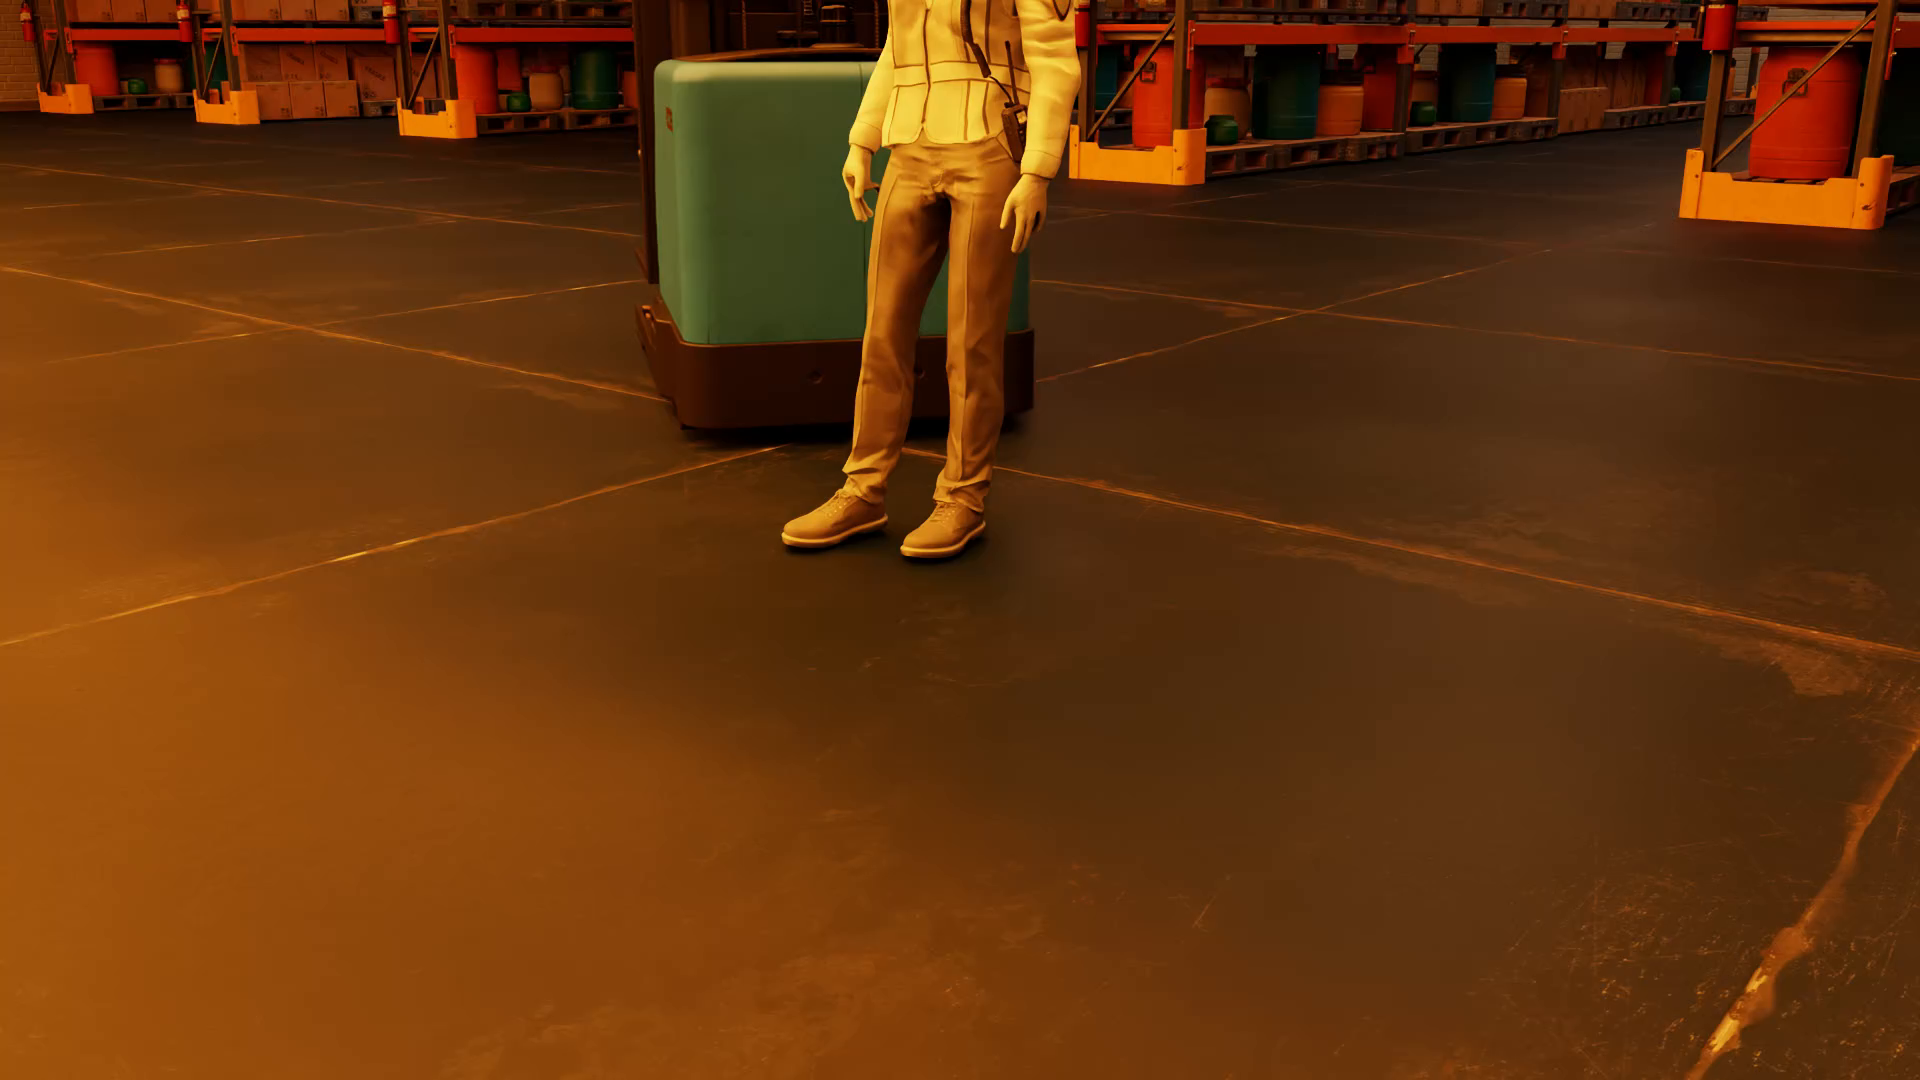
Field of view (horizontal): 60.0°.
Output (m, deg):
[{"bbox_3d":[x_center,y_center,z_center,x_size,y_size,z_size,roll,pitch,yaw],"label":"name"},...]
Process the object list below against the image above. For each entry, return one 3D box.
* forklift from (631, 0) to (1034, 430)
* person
[{"bbox_3d":[-0.627,-2.106,5.832,1.130,2.935,3.031,-4,17,-13],"label":"forklift"},{"bbox_3d":[-0.048,-0.803,3.647,0.588,1.695,0.531,13,21,37],"label":"person"}]
